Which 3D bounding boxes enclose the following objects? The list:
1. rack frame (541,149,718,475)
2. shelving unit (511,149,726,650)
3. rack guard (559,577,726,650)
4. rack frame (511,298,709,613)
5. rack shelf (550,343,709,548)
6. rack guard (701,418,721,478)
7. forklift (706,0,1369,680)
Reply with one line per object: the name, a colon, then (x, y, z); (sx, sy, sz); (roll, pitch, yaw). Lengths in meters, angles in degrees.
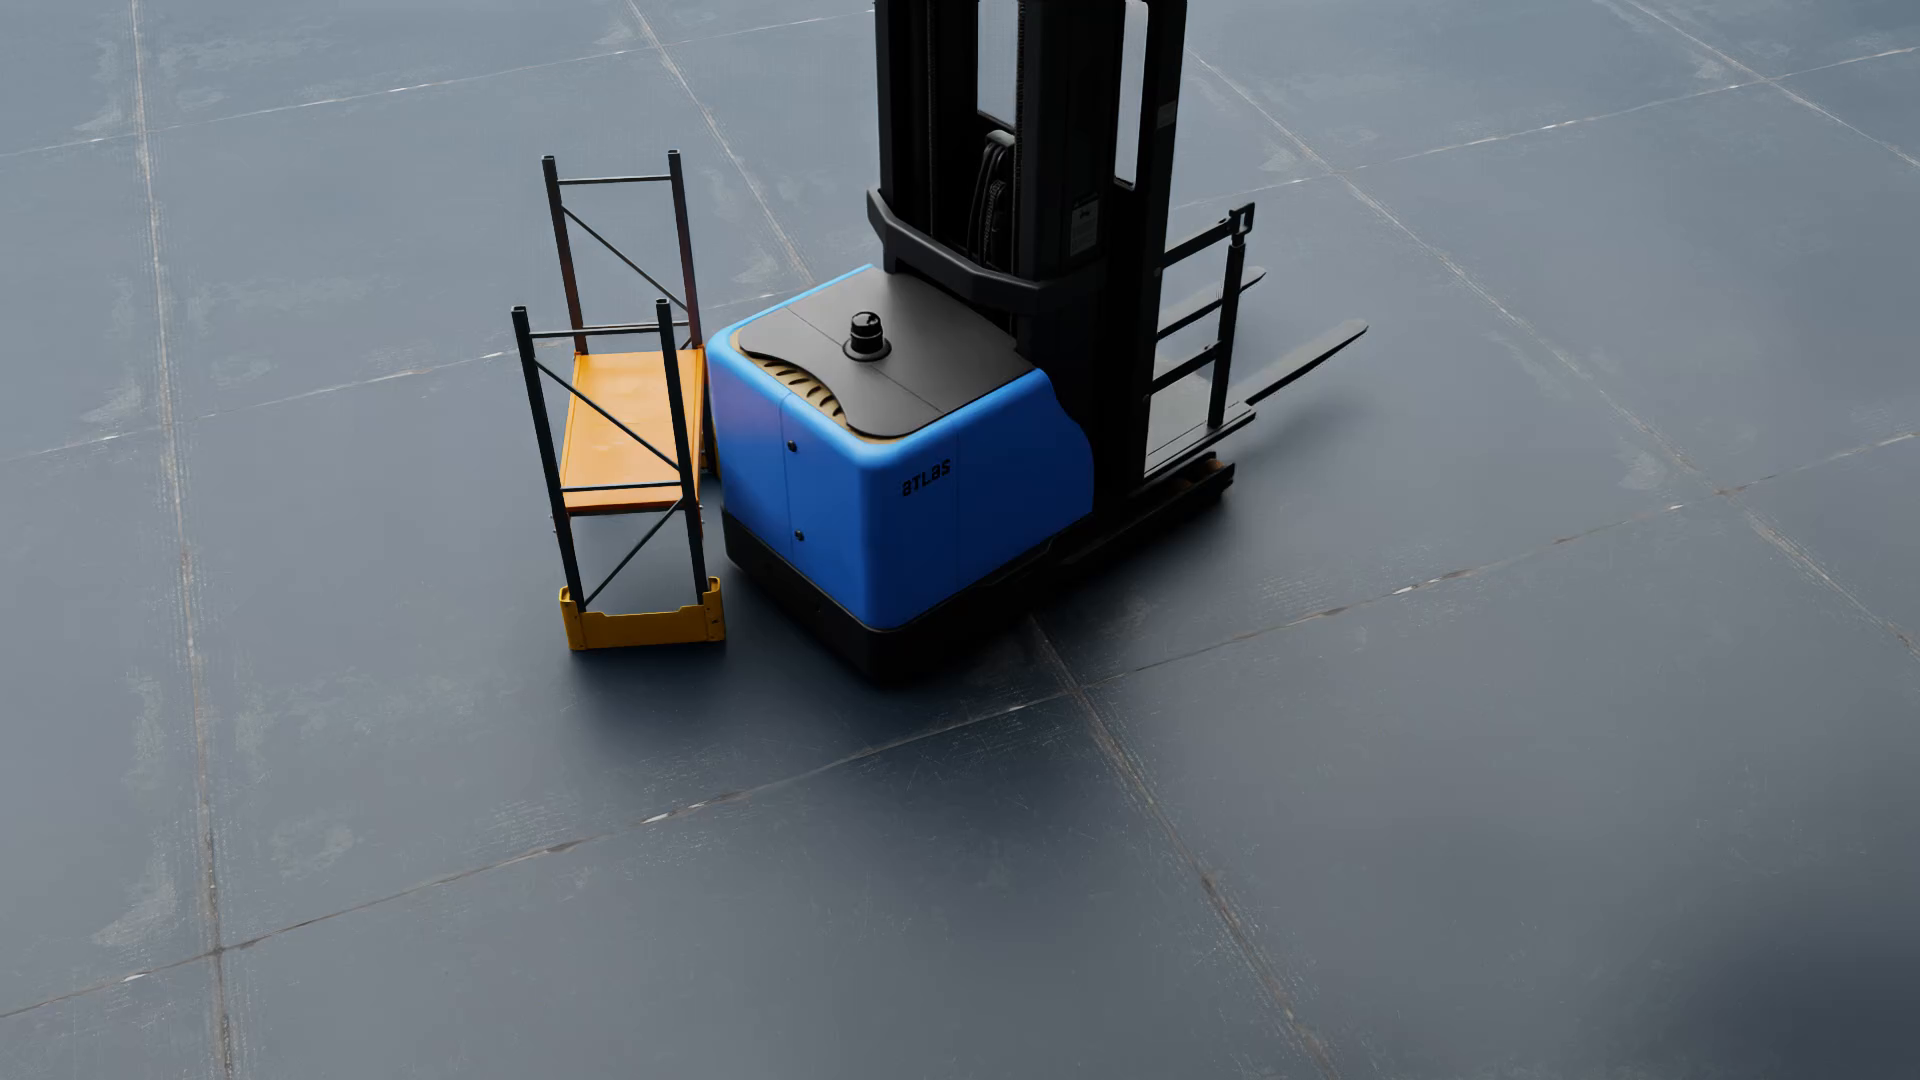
rack frame: (-1.280, -0.845, 6.582); (0.500, 1.500, 0.032); (-4, 41, -4)
shelving unit: (-1.232, -0.521, 6.205); (0.587, 1.500, 1.083); (-4, 41, -4)
rack guard: (-1.185, 0.277, 6.237); (0.587, 0.250, 0.087); (-4, 41, -4)
rack frame: (-1.183, -0.185, 5.815); (0.500, 1.500, 0.032); (-4, 41, -4)
rack shelf: (-1.231, -0.378, 6.316); (0.538, 0.185, 1.000); (-4, 41, -4)
rack guard: (-1.280, -0.370, 6.988); (0.587, 0.250, 0.087); (-4, 41, -4)
forklift: (0.508, -1.430, 6.165); (3.031, 2.935, 1.130); (-30, 49, -30)
